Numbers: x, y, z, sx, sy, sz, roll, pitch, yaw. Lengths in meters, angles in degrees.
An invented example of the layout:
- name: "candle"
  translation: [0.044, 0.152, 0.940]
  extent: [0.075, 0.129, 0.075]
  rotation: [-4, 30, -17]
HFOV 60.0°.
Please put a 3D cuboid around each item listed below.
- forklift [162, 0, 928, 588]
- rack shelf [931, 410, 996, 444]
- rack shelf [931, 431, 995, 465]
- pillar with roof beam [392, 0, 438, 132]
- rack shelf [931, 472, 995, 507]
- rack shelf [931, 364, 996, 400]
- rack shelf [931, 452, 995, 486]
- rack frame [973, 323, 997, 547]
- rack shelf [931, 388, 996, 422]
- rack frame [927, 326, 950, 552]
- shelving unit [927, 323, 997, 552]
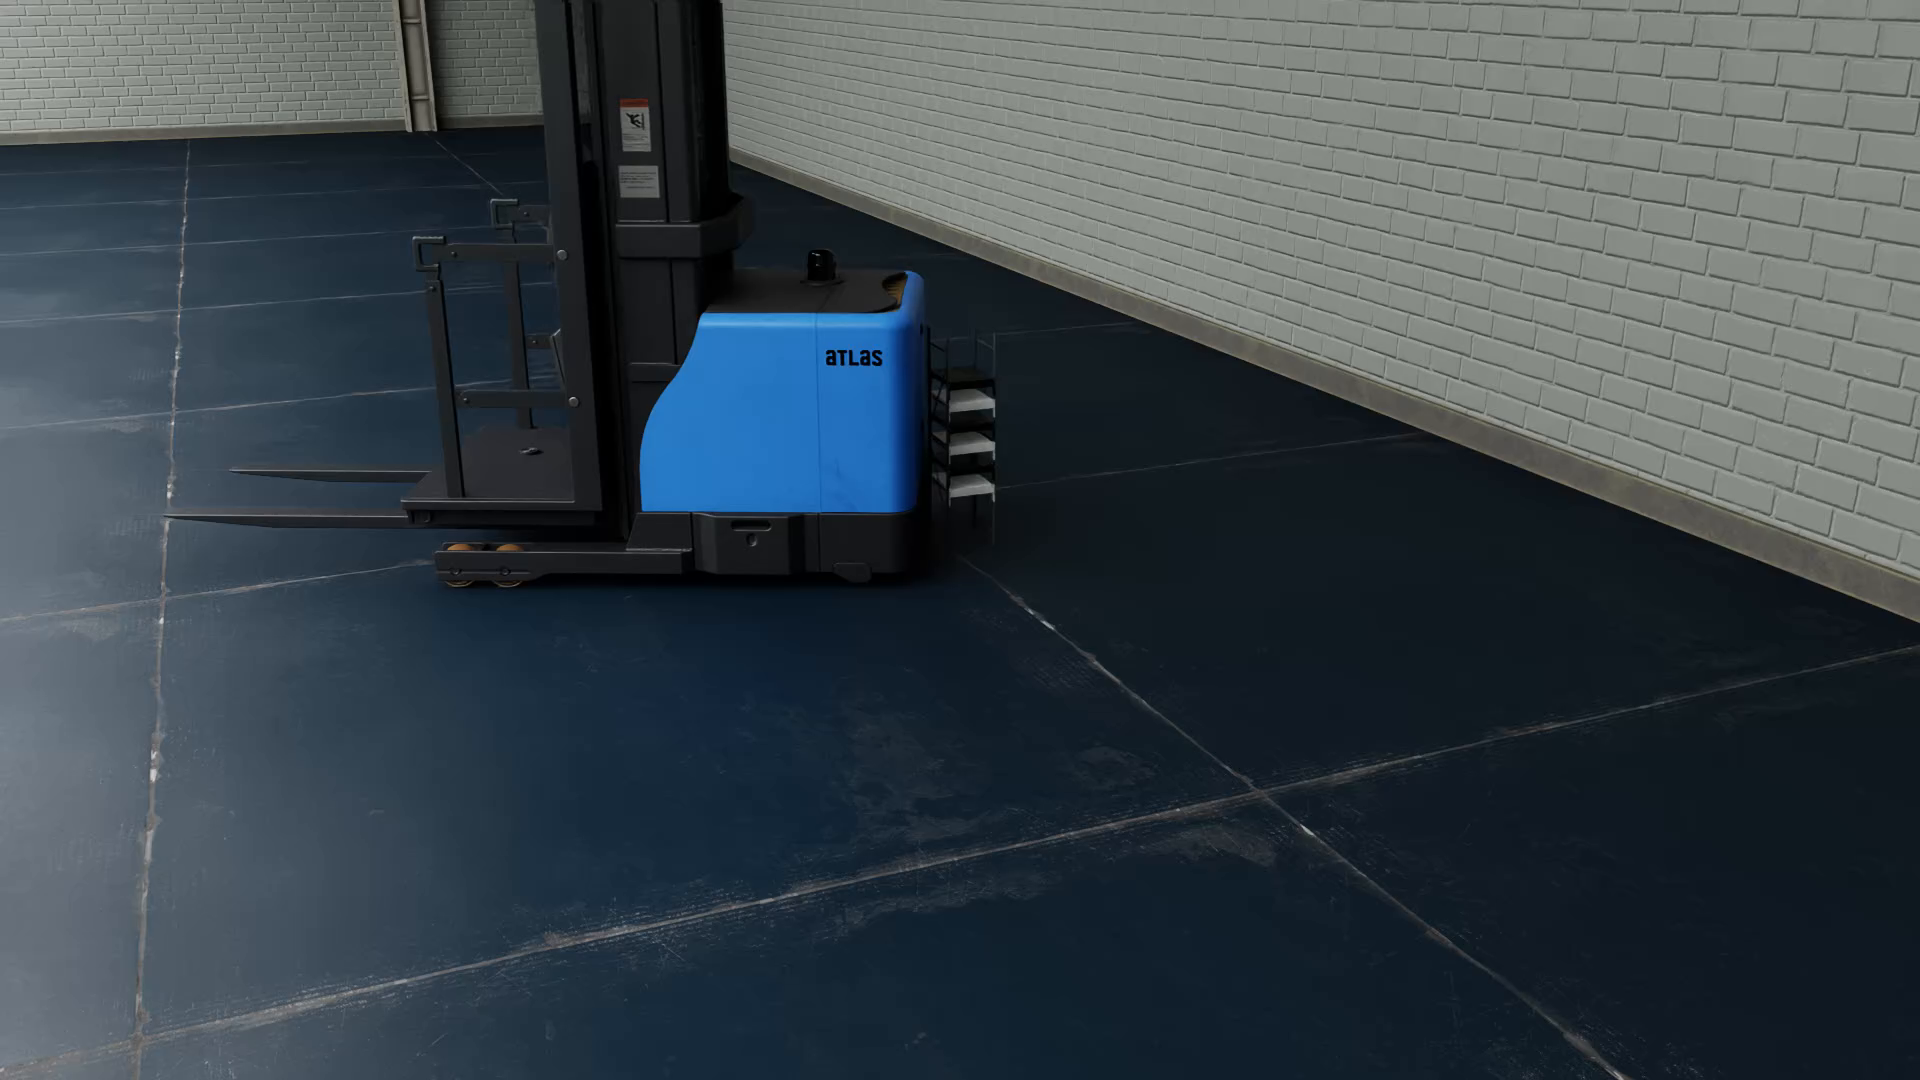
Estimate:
- name: "forklift"
  translation: [-1.664, -1.371, 6.503]
  extent: [3.031, 2.935, 1.130]
  rotation: [0, 19, 1]
- name: "rack shelf"
  translation: [0.007, -0.476, 6.847]
  extent: [0.200, 0.077, 0.258]
  rotation: [-7, 21, -19]
- name: "rack shelf"
  translation: [0.007, -0.391, 6.877]
  extent: [0.200, 0.077, 0.258]
  rotation: [-7, 21, -19]
- name: "pillar with roof beam"
  translation: [-5.858, -8.688, 18.147]
  extent: [0.400, 9.000, 9.100]
  rotation: [-8, 21, -22]
- name: "rack shelf"
  translation: [0.007, -0.221, 6.937]
  extent: [0.200, 0.077, 0.258]
  rotation: [-7, 21, -19]
- name: "rack shelf"
  translation: [0.007, -0.646, 6.788]
  extent: [0.200, 0.077, 0.258]
  rotation: [-7, 21, -19]
- name: "rack shelf"
  translation: [0.007, -0.306, 6.907]
  extent: [0.200, 0.077, 0.258]
  rotation: [-7, 21, -19]
- name: "rack frame"
  translation: [0.102, -0.434, 6.900]
  extent: [0.006, 0.900, 0.240]
  rotation: [-7, 21, -19]
- name: "rack shelf"
  translation: [0.007, -0.561, 6.817]
  extent: [0.200, 0.077, 0.258]
  rotation: [-7, 21, -19]
- name: "rack frame"
  translation: [-0.088, -0.410, 6.832]
  extent: [0.006, 0.900, 0.240]
  rotation: [-7, 21, -19]
- name: "shelving unit"
  translation: [0.007, -0.422, 6.866]
  extent: [0.210, 0.900, 0.258]
  rotation: [-7, 21, -19]
